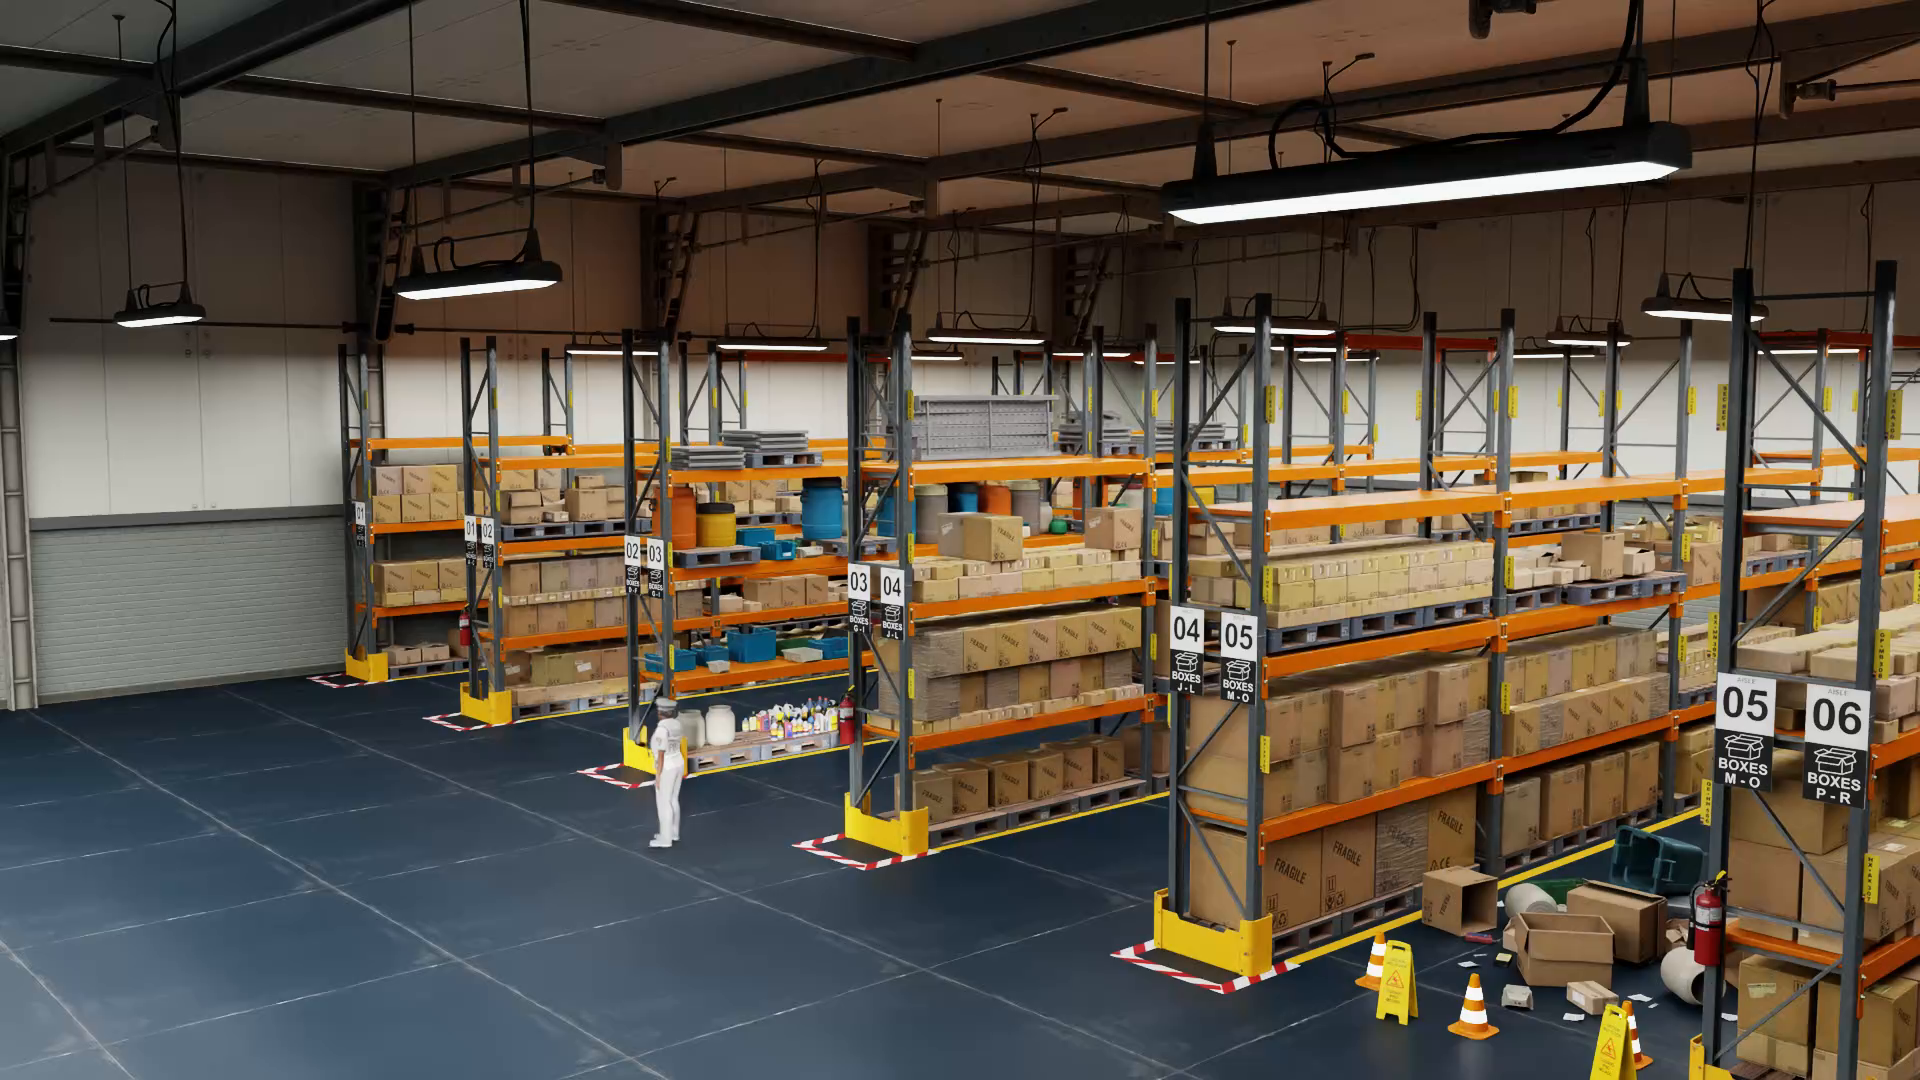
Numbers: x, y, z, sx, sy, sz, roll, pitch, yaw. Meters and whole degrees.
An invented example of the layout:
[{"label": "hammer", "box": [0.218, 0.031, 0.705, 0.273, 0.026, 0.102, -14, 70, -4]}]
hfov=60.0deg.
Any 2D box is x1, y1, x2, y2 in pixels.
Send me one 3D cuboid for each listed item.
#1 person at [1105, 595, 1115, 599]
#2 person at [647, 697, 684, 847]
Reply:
[{"label": "person", "box": [3.379, 0.905, 38.033, 0.498, 1.670, 0.490, -4, 7, -39]}, {"label": "person", "box": [-3.353, 2.629, 18.911, 0.414, 1.677, 0.503, 2, 5, 16]}]
